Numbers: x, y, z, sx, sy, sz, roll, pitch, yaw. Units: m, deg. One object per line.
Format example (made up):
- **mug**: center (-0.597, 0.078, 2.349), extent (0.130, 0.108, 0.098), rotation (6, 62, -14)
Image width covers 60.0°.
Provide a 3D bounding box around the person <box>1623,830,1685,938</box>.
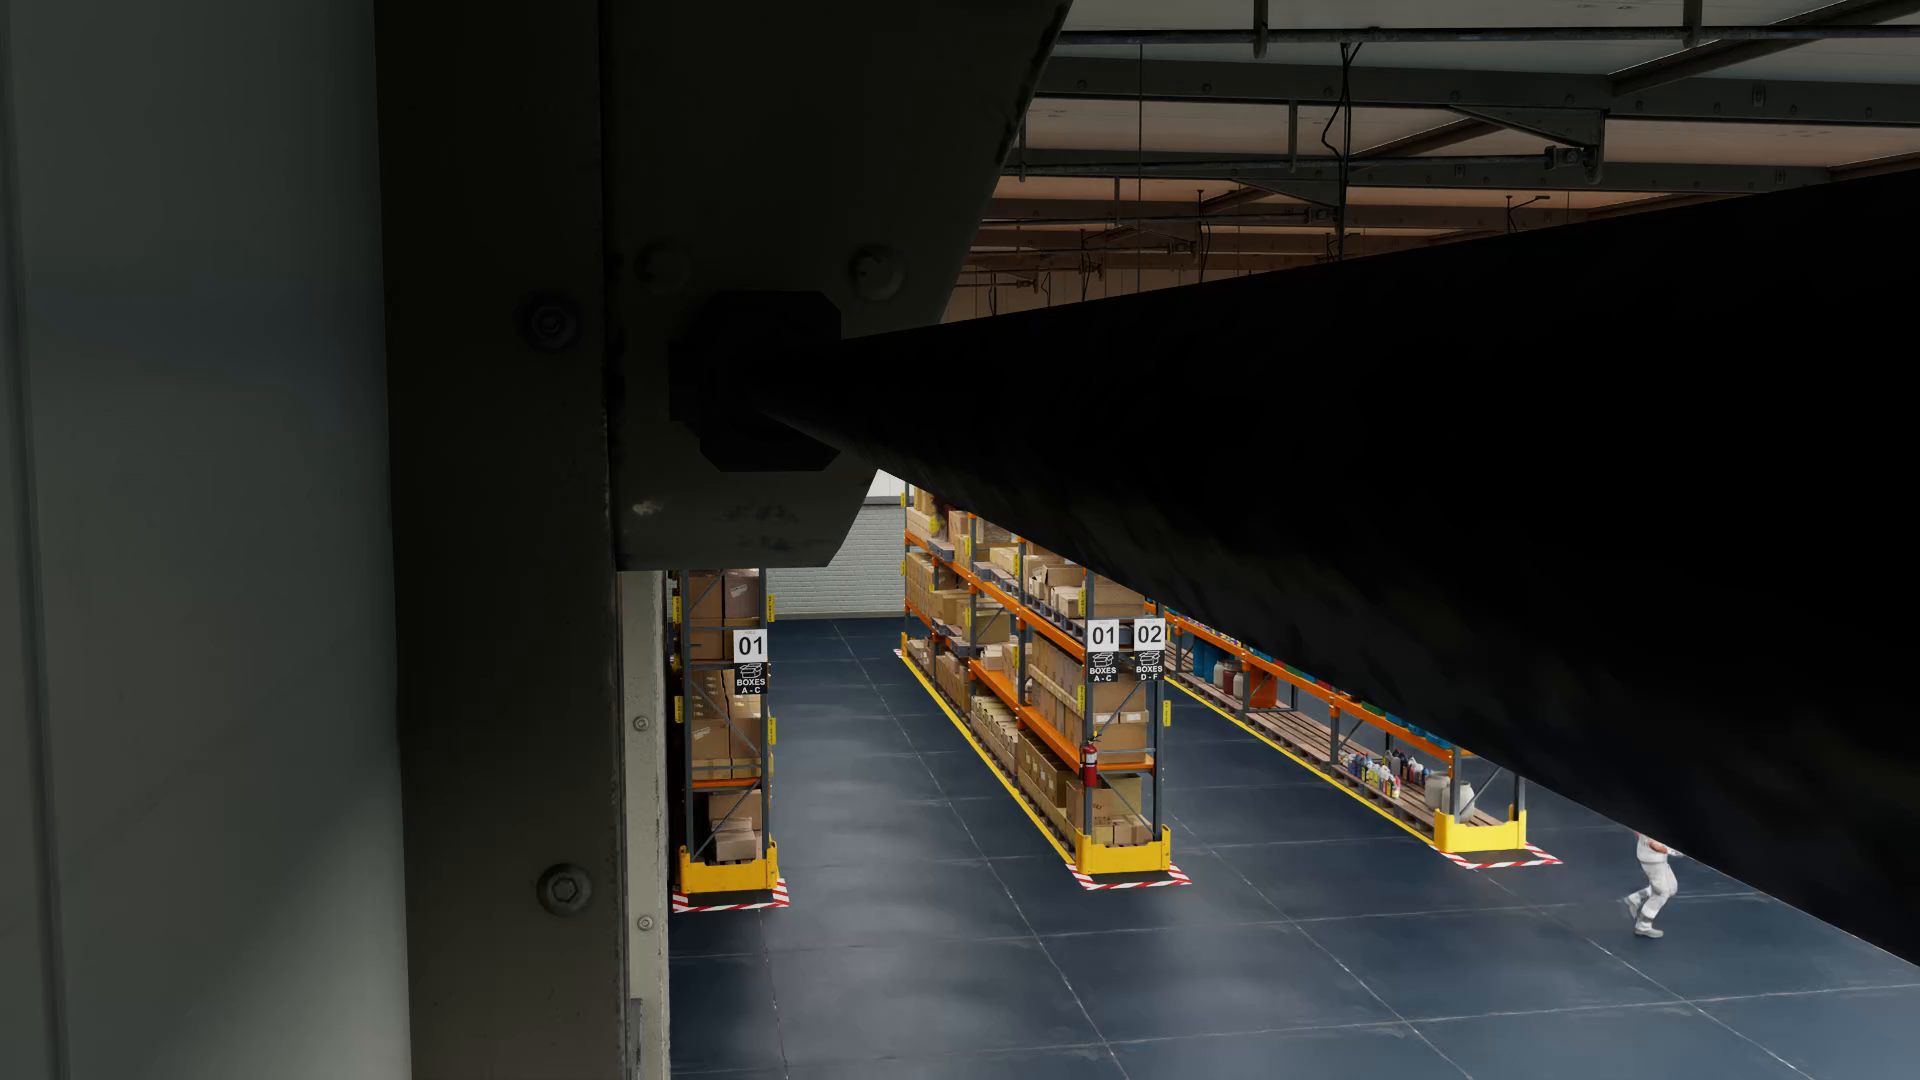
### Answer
- **person**: center (7.726, 3.551, 18.492), extent (0.592, 1.742, 0.655), rotation (2, 6, 16)
